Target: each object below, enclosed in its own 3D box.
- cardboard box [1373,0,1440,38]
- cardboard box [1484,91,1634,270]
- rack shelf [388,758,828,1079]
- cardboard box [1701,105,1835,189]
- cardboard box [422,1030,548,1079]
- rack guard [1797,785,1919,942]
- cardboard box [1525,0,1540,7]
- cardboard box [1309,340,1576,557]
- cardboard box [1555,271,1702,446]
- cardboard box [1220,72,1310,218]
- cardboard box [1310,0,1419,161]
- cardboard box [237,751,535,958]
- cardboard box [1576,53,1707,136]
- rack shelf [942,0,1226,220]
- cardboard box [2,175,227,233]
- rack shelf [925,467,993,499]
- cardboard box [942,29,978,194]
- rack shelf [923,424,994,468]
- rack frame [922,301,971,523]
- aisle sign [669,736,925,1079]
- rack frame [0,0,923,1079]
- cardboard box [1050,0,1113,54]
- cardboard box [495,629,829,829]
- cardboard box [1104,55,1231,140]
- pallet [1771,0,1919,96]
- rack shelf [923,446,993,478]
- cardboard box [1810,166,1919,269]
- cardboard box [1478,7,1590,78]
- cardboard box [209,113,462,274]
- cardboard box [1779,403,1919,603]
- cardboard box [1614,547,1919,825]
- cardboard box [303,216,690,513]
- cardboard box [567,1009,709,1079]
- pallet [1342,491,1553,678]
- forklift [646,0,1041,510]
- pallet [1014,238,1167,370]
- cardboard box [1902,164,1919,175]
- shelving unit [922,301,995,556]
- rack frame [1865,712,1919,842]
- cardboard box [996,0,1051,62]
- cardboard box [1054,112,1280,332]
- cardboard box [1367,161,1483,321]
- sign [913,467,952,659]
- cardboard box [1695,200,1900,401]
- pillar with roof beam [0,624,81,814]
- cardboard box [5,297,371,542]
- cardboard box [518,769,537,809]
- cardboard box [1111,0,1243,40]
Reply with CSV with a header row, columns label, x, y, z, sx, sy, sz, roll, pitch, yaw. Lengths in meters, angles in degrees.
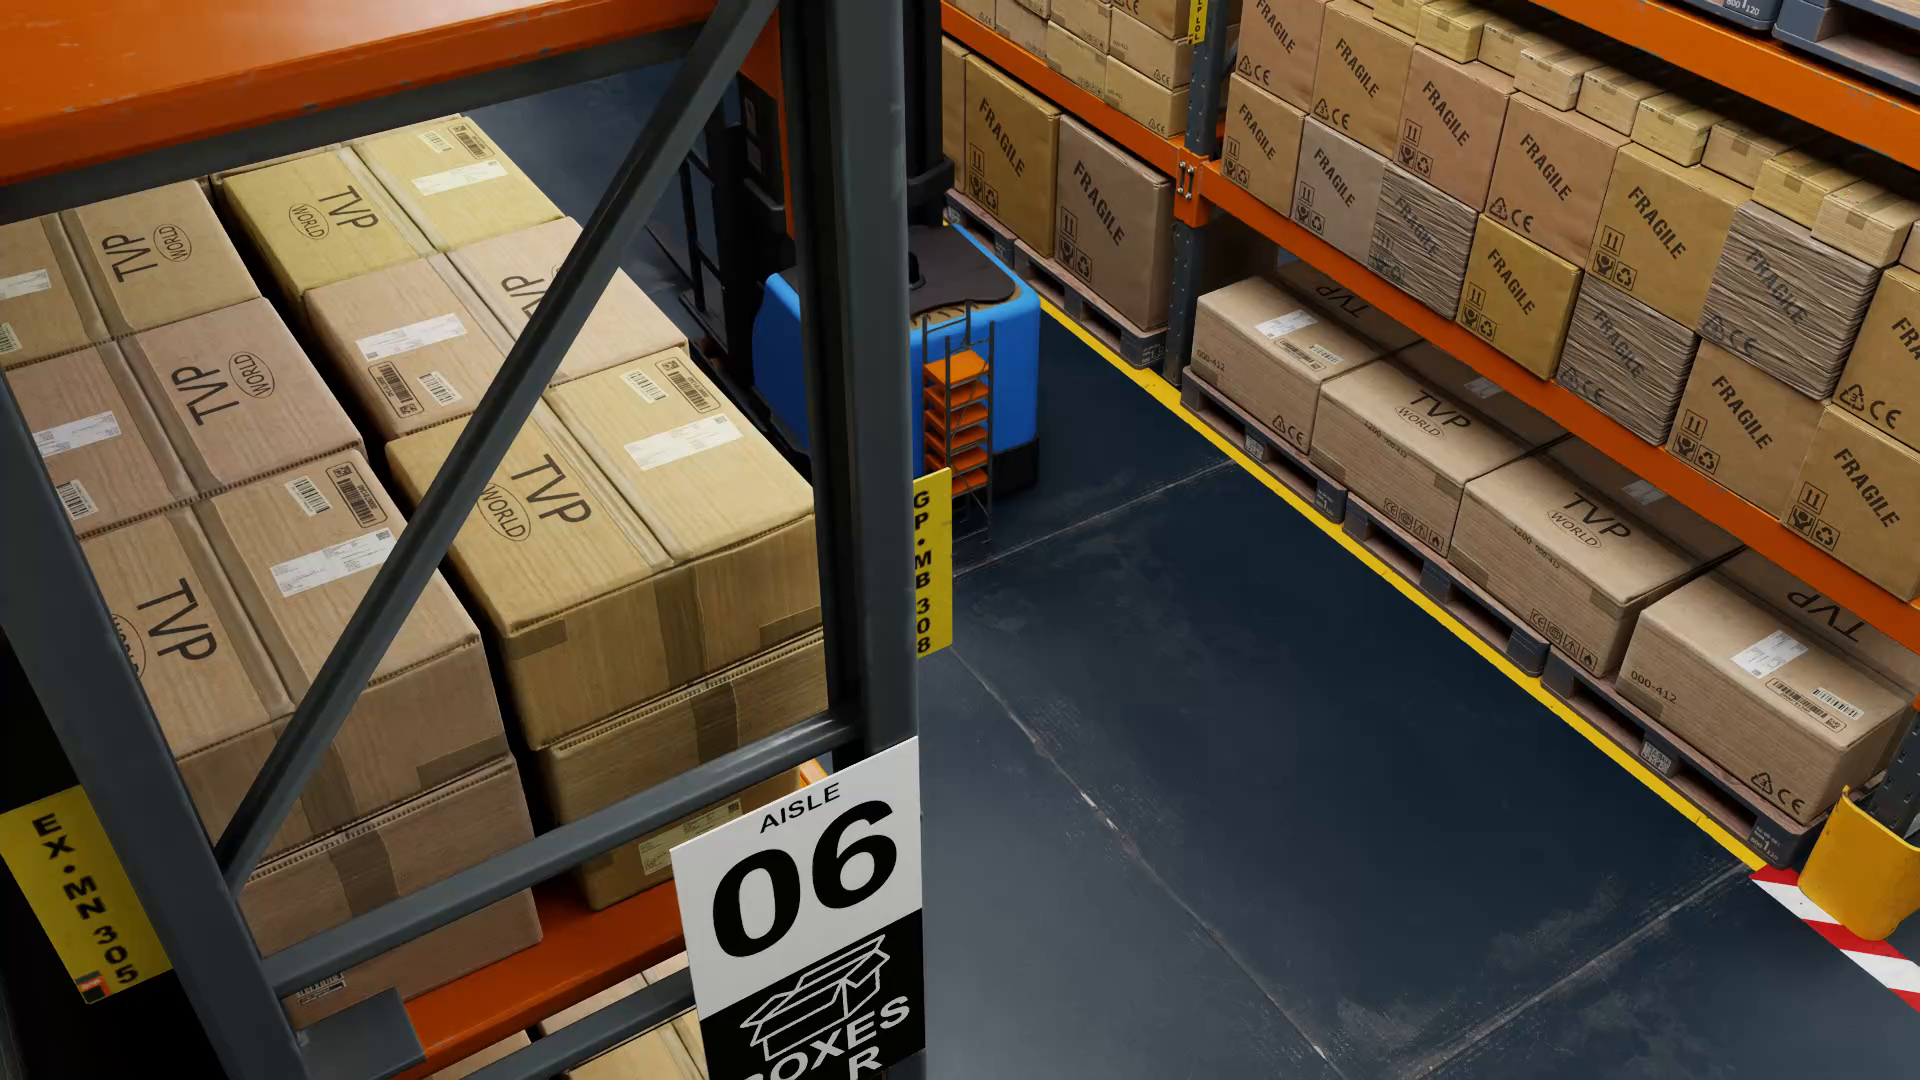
label,x,y,z,sx,sy,sz,roll,pitch,yaw
cardboard box,1.877,-2.151,6.622,0.380,0.149,0.250,-23,45,-25
cardboard box,2.373,-1.404,6.233,0.500,0.500,0.500,-23,45,-25
rack shelf,-1.587,-0.236,3.909,1.077,0.370,4.000,-22,45,-24
cardboard box,2.761,-1.343,5.652,0.380,0.149,0.250,-23,45,-25
cardboard box,-1.259,1.227,3.819,0.500,0.250,0.500,-22,45,-24
rack guard,3.684,0.982,6.181,1.175,0.500,0.348,-22,45,-24
cardboard box,2.446,-2.195,6.675,0.380,0.149,0.250,-23,45,-25
cardboard box,2.249,-0.469,7.643,0.875,0.438,0.875,-24,45,-26
cardboard box,2.646,-0.750,6.228,0.500,0.500,0.500,-21,44,-23
cardboard box,1.552,-1.846,7.543,0.500,0.500,0.500,-21,44,-23
cardboard box,1.838,-1.958,6.897,0.500,0.500,0.500,-23,45,-25
cardboard box,-0.981,0.364,2.512,0.500,0.250,0.500,-23,45,-25
cardboard box,2.451,-1.606,5.968,0.380,0.149,0.250,-21,44,-23
rack shelf,0.445,-2.954,9.513,1.077,0.370,4.000,-22,45,-24
cardboard box,-1.798,-0.661,3.351,0.500,0.250,0.500,-22,45,-24
rack shelf,-0.008,-0.250,7.557,0.258,0.103,0.180,-22,45,-24
cardboard box,0.147,-2.770,10.063,0.875,0.875,0.875,-22,44,-24
rack shelf,-0.008,-0.435,7.404,0.258,0.103,0.180,-22,45,-24
rack frame,-0.057,-0.518,7.435,0.240,1.200,0.006,-22,45,-24
aisle sign,-0.228,0.656,2.589,0.394,0.787,0.004,-22,45,-24
rack frame,-0.512,-0.586,1.423,1.000,3.000,0.127,-22,45,-24
cardboard box,0.803,-2.706,8.381,0.500,0.250,0.500,-21,44,-23
cardboard box,-0.520,0.176,2.737,0.500,0.250,0.500,-23,45,-25
cardboard box,1.066,-2.248,8.222,0.500,0.250,0.500,-23,45,-25
pallet,3.263,-1.507,4.941,1.003,0.211,1.213,-22,45,-24
rack shelf,-0.008,-0.342,7.481,0.258,0.103,0.180,-22,45,-24
cardboard box,2.943,-1.027,5.274,0.380,0.149,0.250,-23,45,-25
cardboard box,2.200,-1.890,6.310,0.380,0.149,0.250,-22,45,-25
cardboard box,-1.361,-0.827,3.550,0.500,0.250,0.500,-21,44,-23
cardboard box,3.188,-0.199,5.568,0.500,0.500,0.500,-22,45,-24
cardboard box,3.232,0.510,6.469,0.875,0.438,0.875,-24,45,-26
cardboard box,-0.797,-0.289,2.905,0.500,0.250,0.500,-23,45,-25
cardboard box,-0.529,1.325,3.702,0.500,0.250,0.500,-22,45,-24
pallet,2.523,0.017,7.564,1.003,0.211,1.213,-22,45,-24
forklift,-0.783,-2.054,7.925,1.130,2.935,3.031,-20,44,-22
pallet,1.042,-1.470,9.349,1.003,0.211,1.213,-22,45,-24
cardboard box,3.313,-1.383,5.700,0.380,0.149,0.250,-24,45,-26
shelving unit,-0.008,-0.469,7.375,0.258,1.200,0.189,-22,45,-24
rack frame,3.671,0.008,5.397,1.000,3.000,0.127,-22,45,-24
cardboard box,0.538,-2.802,8.887,0.500,0.250,0.500,-23,45,-25
cardboard box,1.119,-1.803,8.902,0.875,0.875,0.875,-21,44,-23
cardboard box,2.081,-1.302,6.891,0.500,0.500,0.500,-22,45,-24
sign,-0.055,0.044,2.328,0.100,0.325,0.005,-22,45,-24
cardboard box,2.905,-0.864,5.585,0.500,0.500,0.500,-22,45,-24
pillar with roof beam,0.581,-3.540,4.969,9.100,9.000,0.400,-22,45,-24
cardboard box,-1.266,-0.107,2.686,0.500,0.250,0.500,-24,45,-26
cardboard box,-0.650,0.279,2.926,0.380,0.149,0.250,-21,44,-24
cardboard box,1.068,-2.728,7.821,0.500,0.500,0.500,-21,44,-23
